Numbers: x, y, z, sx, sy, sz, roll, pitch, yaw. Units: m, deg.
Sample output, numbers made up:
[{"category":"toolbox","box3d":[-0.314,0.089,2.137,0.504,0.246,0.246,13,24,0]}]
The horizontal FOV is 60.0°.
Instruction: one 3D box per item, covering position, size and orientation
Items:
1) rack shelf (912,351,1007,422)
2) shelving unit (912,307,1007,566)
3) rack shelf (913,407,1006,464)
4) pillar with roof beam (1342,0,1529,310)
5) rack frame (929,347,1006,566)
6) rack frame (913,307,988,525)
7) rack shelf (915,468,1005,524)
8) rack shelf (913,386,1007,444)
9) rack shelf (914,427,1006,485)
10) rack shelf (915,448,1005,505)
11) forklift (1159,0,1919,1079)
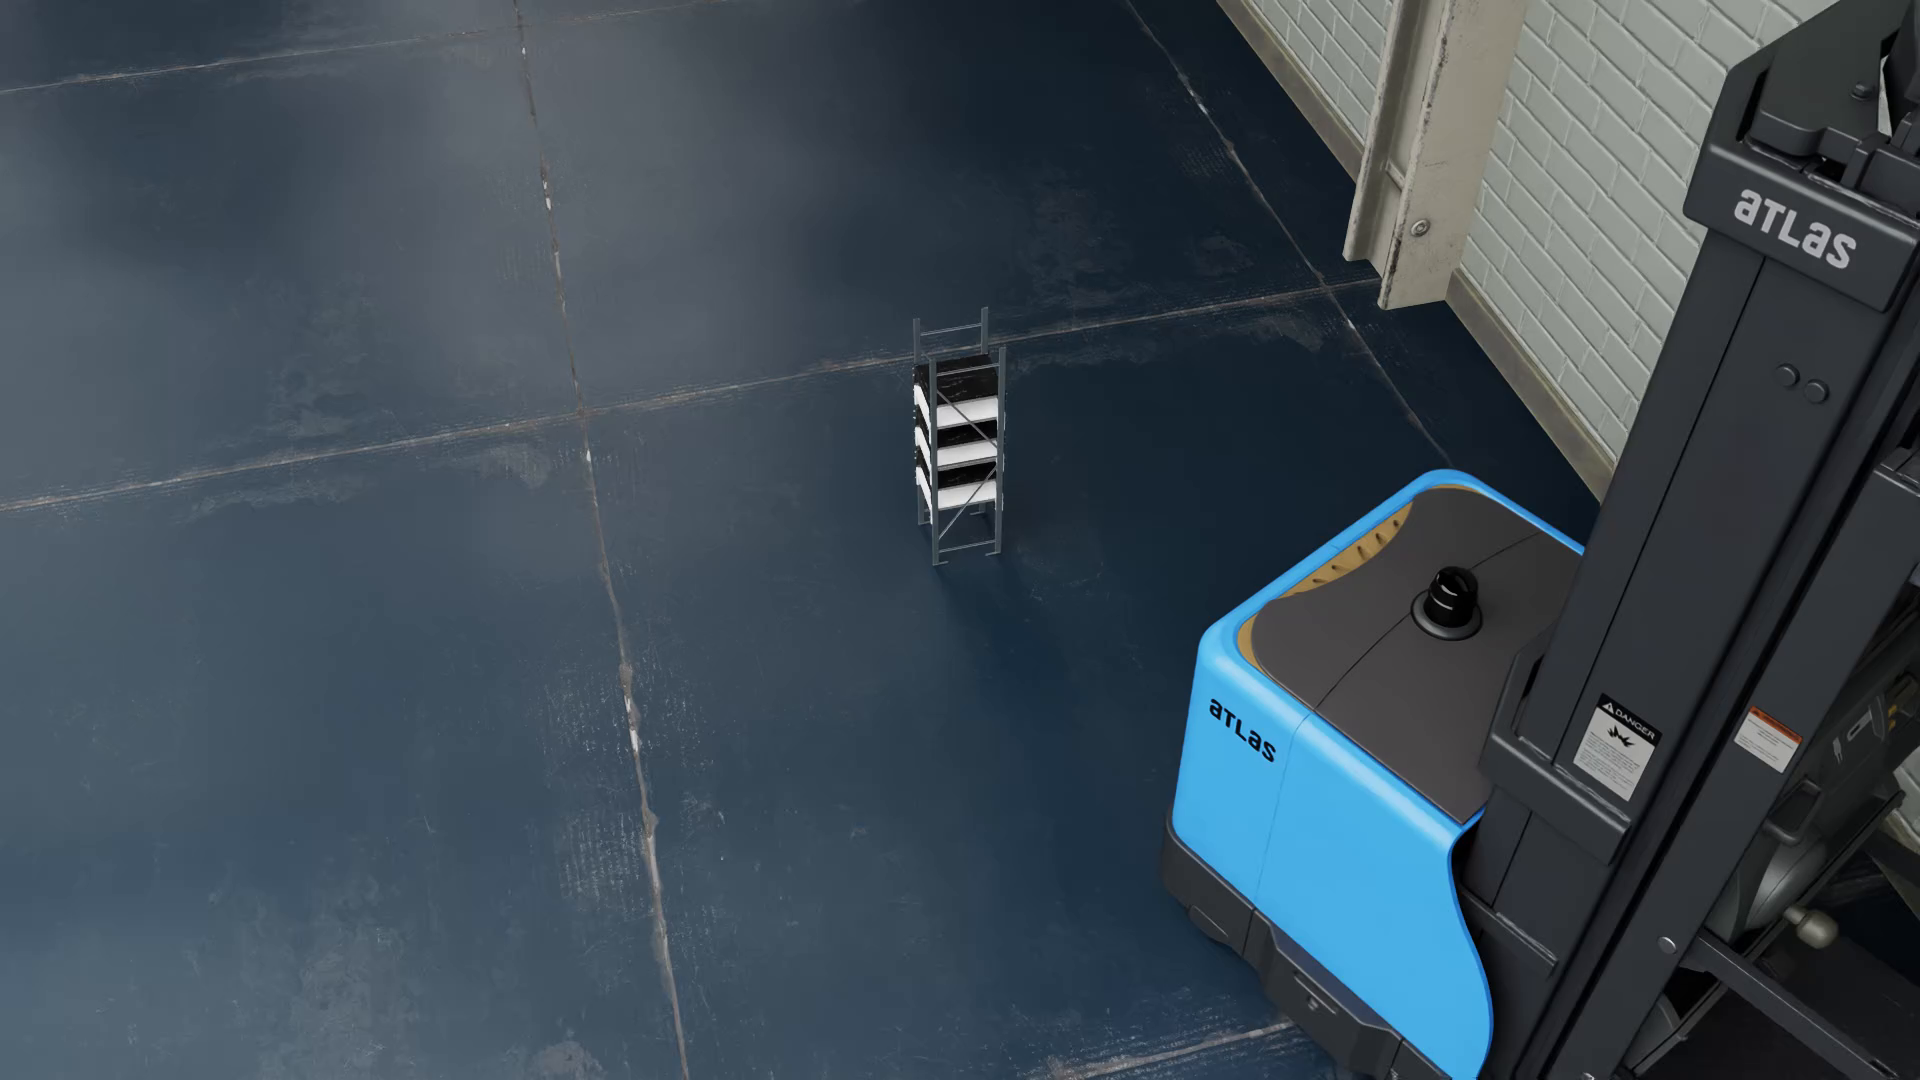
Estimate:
[{"category":"rack shelf","box3d":[-0.002,-0.486,5.265,0.258,0.077,0.200,-11,47,-10]},{"category":"shelving unit","box3d":[-0.002,-0.321,5.434,0.258,0.900,0.210,-11,47,-10]},{"category":"rack shelf","box3d":[-0.002,-0.360,5.394,0.258,0.077,0.200,-11,47,-10]},{"category":"pillar with roof beam","box3d":[-2.373,-3.446,2.827,9.100,9.000,0.400,-11,47,-10]},{"category":"rack frame","box3d":[0.024,-0.250,5.365,0.240,0.900,0.006,-11,47,-10]},{"category":"rack frame","box3d":[-0.028,-0.391,5.503,0.240,0.900,0.006,-11,47,-10]},{"category":"rack shelf","box3d":[-0.002,-0.171,5.586,0.258,0.077,0.200,-11,47,-10]},{"category":"rack shelf","box3d":[-0.002,-0.423,5.329,0.258,0.077,0.200,-11,47,-10]},{"category":"rack shelf","box3d":[-0.002,-0.297,5.458,0.258,0.077,0.200,-11,47,-10]},{"category":"rack shelf","box3d":[-0.002,-0.234,5.522,0.258,0.077,0.200,-11,47,-10]},{"category":"forklift","box3d":[1.909,0.531,3.178,1.130,2.935,3.031,-32,53,-27]}]
